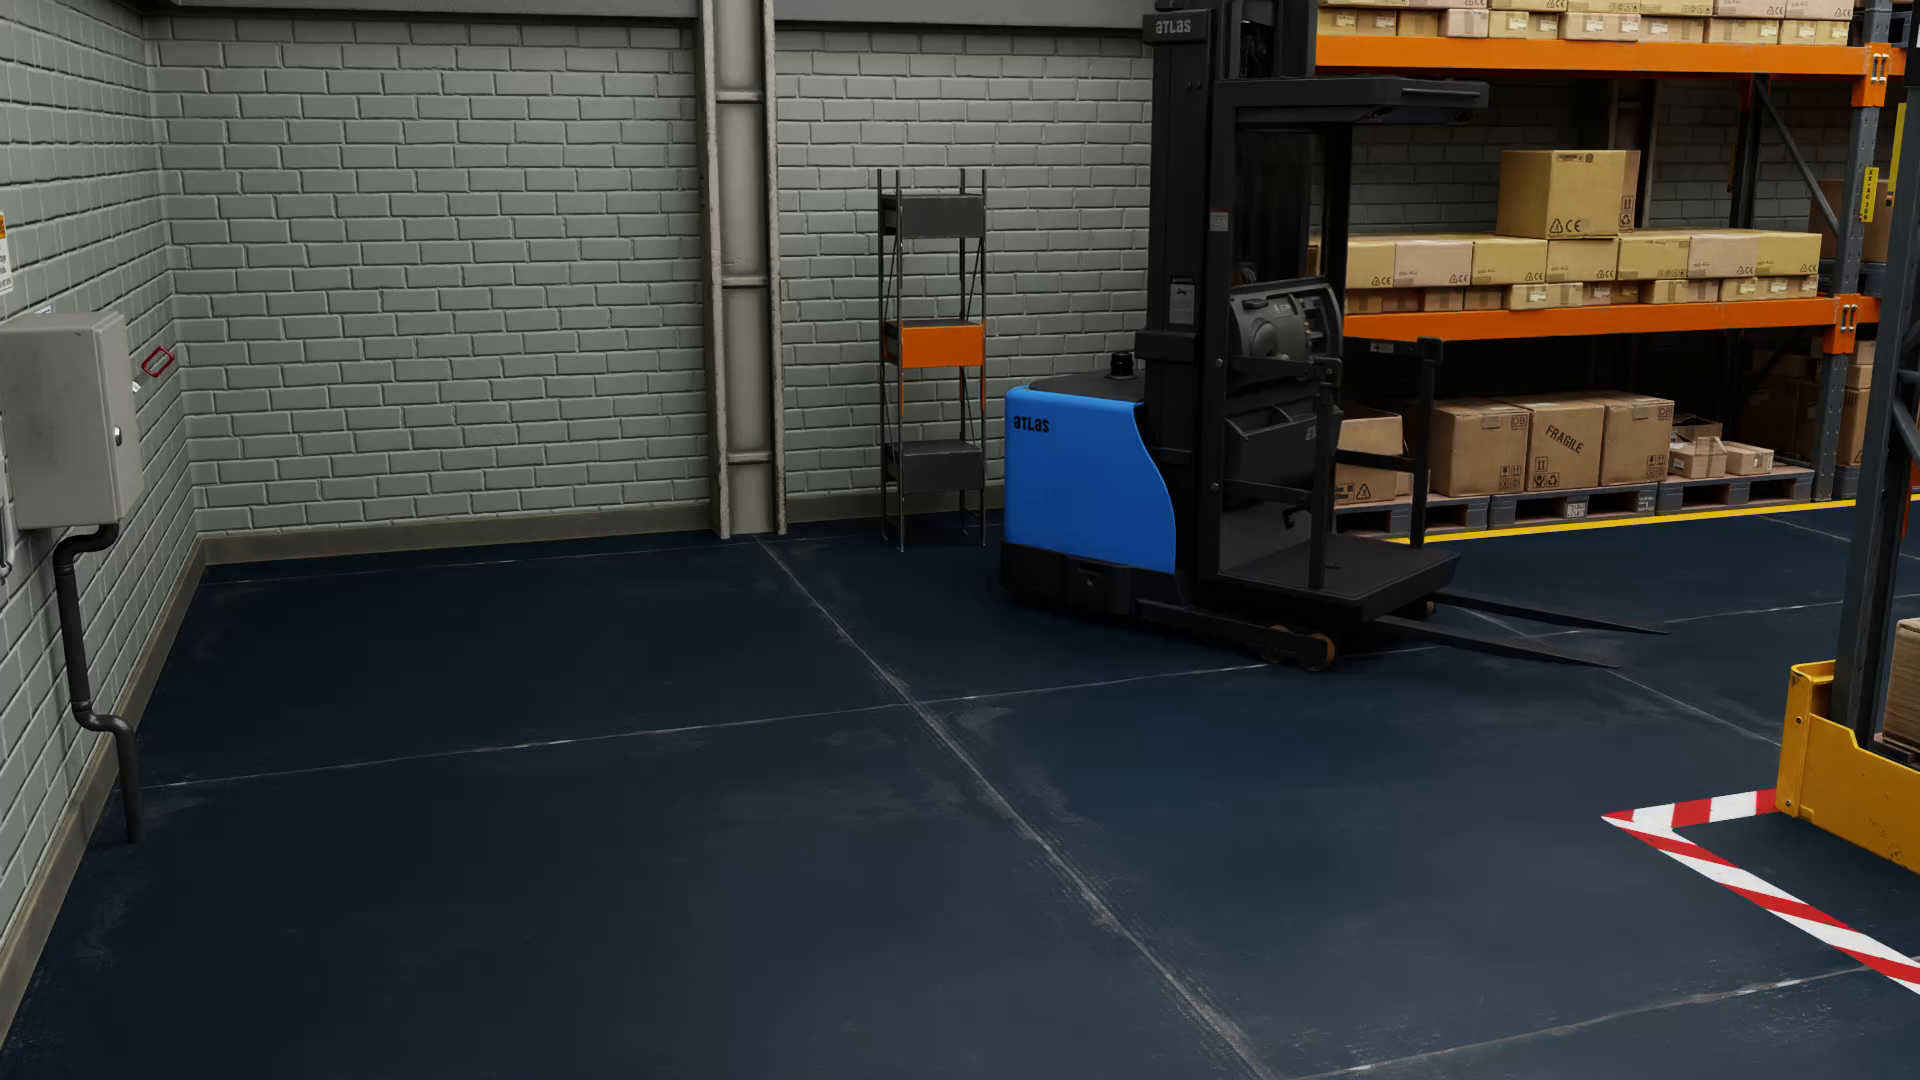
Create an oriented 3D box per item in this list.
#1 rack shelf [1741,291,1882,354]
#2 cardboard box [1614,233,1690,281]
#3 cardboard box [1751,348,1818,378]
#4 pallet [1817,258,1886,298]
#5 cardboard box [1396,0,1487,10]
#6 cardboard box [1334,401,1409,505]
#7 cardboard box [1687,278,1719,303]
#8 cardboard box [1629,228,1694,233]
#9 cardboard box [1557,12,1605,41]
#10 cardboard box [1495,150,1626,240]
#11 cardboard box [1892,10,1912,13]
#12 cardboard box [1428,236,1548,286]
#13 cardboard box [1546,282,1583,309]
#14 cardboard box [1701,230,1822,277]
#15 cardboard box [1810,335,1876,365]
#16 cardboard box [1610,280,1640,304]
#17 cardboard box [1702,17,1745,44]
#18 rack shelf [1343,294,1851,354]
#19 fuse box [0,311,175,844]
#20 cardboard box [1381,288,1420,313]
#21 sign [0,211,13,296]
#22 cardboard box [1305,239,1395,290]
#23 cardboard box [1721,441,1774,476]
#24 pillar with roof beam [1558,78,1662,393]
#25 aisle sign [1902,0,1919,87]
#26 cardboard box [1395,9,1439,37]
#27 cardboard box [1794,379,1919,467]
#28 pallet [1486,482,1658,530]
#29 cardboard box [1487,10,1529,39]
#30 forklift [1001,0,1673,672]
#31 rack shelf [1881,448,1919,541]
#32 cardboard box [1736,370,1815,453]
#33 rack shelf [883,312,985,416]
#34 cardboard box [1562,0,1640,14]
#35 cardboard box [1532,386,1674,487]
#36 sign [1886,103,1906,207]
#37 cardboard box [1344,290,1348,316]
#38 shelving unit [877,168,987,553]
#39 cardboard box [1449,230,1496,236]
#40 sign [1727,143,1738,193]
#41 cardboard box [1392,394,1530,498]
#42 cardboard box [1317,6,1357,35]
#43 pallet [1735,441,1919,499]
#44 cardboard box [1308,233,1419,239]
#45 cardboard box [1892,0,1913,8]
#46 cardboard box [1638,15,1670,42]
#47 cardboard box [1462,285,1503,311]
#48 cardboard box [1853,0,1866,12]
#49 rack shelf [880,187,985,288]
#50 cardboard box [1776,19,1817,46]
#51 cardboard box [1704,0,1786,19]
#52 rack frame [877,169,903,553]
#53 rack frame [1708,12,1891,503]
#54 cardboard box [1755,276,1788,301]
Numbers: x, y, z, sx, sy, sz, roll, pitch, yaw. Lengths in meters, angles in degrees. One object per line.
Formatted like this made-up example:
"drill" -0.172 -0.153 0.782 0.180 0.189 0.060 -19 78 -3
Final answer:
"rack shelf" 7.275 -1.609 11.478 4.000 0.370 1.077 -4 14 -18
"cardboard box" 4.027 -1.718 10.063 0.500 0.250 0.500 -5 14 -18
"cardboard box" 5.636 -1.205 11.320 0.250 0.149 0.380 -5 14 -20
"pallet" 6.171 -1.753 10.944 1.213 0.211 1.003 -4 14 -18
"cardboard box" 2.571 -3.062 9.232 0.500 0.250 0.500 -4 14 -17
"cardboard box" 2.198 -0.530 9.876 0.637 0.503 0.797 -5 14 -20
"cardboard box" 4.422 -1.548 10.212 0.250 0.149 0.380 -4 14 -17
"cardboard box" 4.351 -1.867 10.691 0.500 0.250 0.500 -5 14 -19
"cardboard box" 3.448 -2.917 9.486 0.250 0.149 0.380 -4 14 -18
"cardboard box" 3.526 -2.038 9.788 0.500 0.500 0.500 -4 14 -17
"cardboard box" 6.119 -3.484 10.745 0.250 0.149 0.380 -5 14 -20
"cardboard box" 3.061 -1.637 9.726 0.500 0.250 0.500 -5 14 -19
"cardboard box" 3.467 -1.466 9.866 0.250 0.149 0.380 -4 14 -17
"cardboard box" 4.974 -1.792 10.375 0.500 0.250 0.500 -4 14 -17
"cardboard box" 5.785 -1.241 10.828 0.250 0.149 0.380 -5 14 -19
"cardboard box" 3.908 -1.529 10.130 0.250 0.149 0.380 -4 14 -17
"cardboard box" 4.408 -3.004 9.852 0.250 0.149 0.380 -5 14 -18
"rack shelf" 3.484 -1.313 10.237 4.000 0.370 1.077 -4 14 -18
"fuse box" -2.694 0.149 5.318 0.414 1.711 0.539 -4 14 -18
"cardboard box" 2.451 -1.414 9.647 0.250 0.149 0.380 -5 14 -19
"sign" -2.872 -0.852 4.958 0.001 0.242 0.339 -4 14 -18
"cardboard box" 2.104 -1.562 9.409 0.500 0.250 0.500 -4 14 -18
"cardboard box" 4.945 -0.523 10.612 0.250 0.149 0.380 -5 14 -20
"pillar with roof beam" 5.805 -3.932 6.726 0.400 9.000 9.100 -4 14 -18
"aisle sign" 3.008 -1.755 4.921 0.004 0.787 0.394 -4 14 -18
"cardboard box" 2.453 -2.866 9.269 0.250 0.149 0.380 -4 14 -18
"cardboard box" 5.909 -0.786 10.958 0.500 0.500 0.500 -4 14 -16
"pallet" 3.570 -0.313 10.503 1.213 0.211 1.003 -4 14 -18
"cardboard box" 2.968 -2.882 9.340 0.250 0.149 0.380 -4 14 -18
"forklift" 1.656 -0.990 7.473 3.031 2.935 1.130 11 17 39
"rack shelf" 5.070 -0.225 5.662 4.000 0.370 1.077 -4 14 -18
"cardboard box" 5.750 -0.900 11.440 0.500 0.500 0.500 -5 14 -18
"rack shelf" -0.157 -0.996 9.352 0.480 0.518 0.431 -4 14 -18
"cardboard box" 3.543 -3.140 9.561 0.500 0.250 0.500 -5 14 -19
"cardboard box" 4.005 -0.660 10.428 0.500 0.500 0.700 -5 14 -20
"sign" 3.015 -1.226 5.301 0.005 0.325 0.100 -4 14 -18
"cardboard box" 1.987 -1.358 9.412 0.250 0.149 0.380 -5 14 -18
"shelving unit" -0.157 -1.009 9.348 0.503 2.100 0.431 -4 14 -18
"cardboard box" 3.395 -1.792 10.374 0.500 0.250 0.500 -4 14 -18
"sign" 5.199 -2.496 11.151 0.005 0.325 0.100 -4 14 -18
"cardboard box" 3.021 -0.583 10.106 0.500 0.500 0.700 -4 14 -16
"cardboard box" 1.964 -2.825 9.100 0.250 0.149 0.380 -4 14 -17
"pallet" 6.138 -0.523 11.385 1.213 0.211 1.003 -4 14 -18
"cardboard box" 2.429 -1.718 10.063 0.500 0.250 0.500 -4 14 -18
"cardboard box" 5.789 -3.336 10.122 0.250 0.149 0.380 -4 14 -17
"cardboard box" 3.909 -2.971 9.712 0.250 0.149 0.380 -4 14 -17
"cardboard box" 2.961 -1.440 9.756 0.250 0.149 0.380 -4 14 -17
"cardboard box" 5.644 -3.439 10.554 0.250 0.149 0.380 -4 14 -18
"rack shelf" -0.157 -1.677 9.190 0.480 0.518 0.431 -4 14 -18
"cardboard box" 4.900 -3.039 10.000 0.250 0.149 0.380 -4 14 -18
"cardboard box" 4.513 -3.211 9.859 0.500 0.250 0.500 -5 14 -20
"rack frame" -0.388 -0.991 9.273 0.015 2.100 0.400 -4 14 -18
"rack frame" 5.379 -1.811 10.775 0.127 3.000 1.000 -4 14 -18
"cardboard box" 4.918 -1.586 10.371 0.250 0.149 0.380 -4 14 -17
